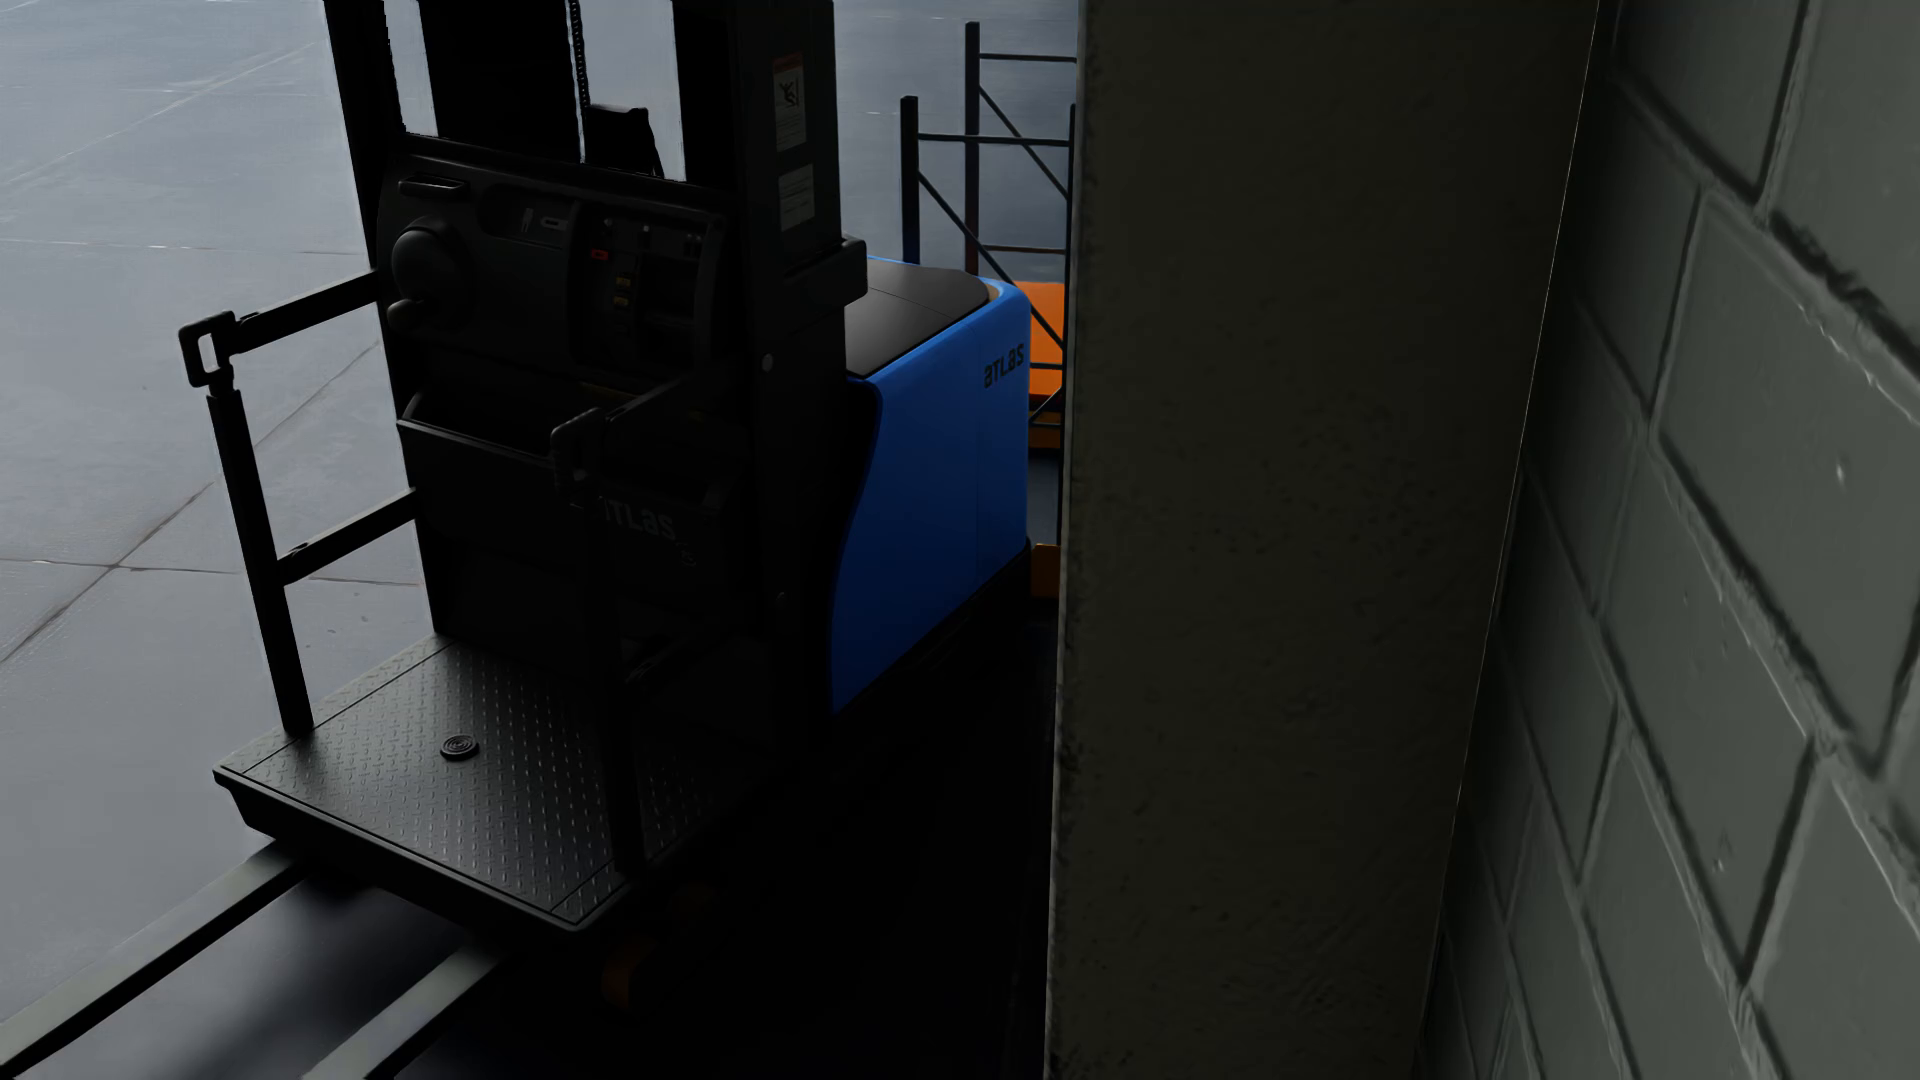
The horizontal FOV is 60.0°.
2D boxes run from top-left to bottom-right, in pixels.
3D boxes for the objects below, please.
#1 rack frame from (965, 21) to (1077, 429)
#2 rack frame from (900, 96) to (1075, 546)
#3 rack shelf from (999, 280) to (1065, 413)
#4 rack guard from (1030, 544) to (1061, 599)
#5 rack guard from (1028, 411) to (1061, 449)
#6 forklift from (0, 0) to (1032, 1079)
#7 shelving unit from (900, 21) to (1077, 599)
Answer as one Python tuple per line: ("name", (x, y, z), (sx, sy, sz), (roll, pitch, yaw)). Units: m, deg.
("rack frame", (0.265, -0.982, 5.655), (0.500, 1.500, 0.032), (5, 29, 9))
("rack frame", (0.089, -0.507, 4.774), (0.500, 1.500, 0.032), (5, 29, 9))
("rack shelf", (0.177, -0.586, 5.300), (0.538, 0.185, 1.000), (5, 29, 9))
("rack guard", (0.092, 0.034, 5.087), (0.587, 0.250, 0.087), (5, 29, 9))
("rack guard", (0.265, -0.431, 5.951), (0.587, 0.250, 0.087), (5, 29, 9))
("forklift", (-0.972, -0.532, 3.311), (1.130, 2.935, 3.031), (15, 32, 26))
("shelving unit", (0.179, -0.749, 5.222), (0.587, 1.500, 1.083), (5, 29, 9))
